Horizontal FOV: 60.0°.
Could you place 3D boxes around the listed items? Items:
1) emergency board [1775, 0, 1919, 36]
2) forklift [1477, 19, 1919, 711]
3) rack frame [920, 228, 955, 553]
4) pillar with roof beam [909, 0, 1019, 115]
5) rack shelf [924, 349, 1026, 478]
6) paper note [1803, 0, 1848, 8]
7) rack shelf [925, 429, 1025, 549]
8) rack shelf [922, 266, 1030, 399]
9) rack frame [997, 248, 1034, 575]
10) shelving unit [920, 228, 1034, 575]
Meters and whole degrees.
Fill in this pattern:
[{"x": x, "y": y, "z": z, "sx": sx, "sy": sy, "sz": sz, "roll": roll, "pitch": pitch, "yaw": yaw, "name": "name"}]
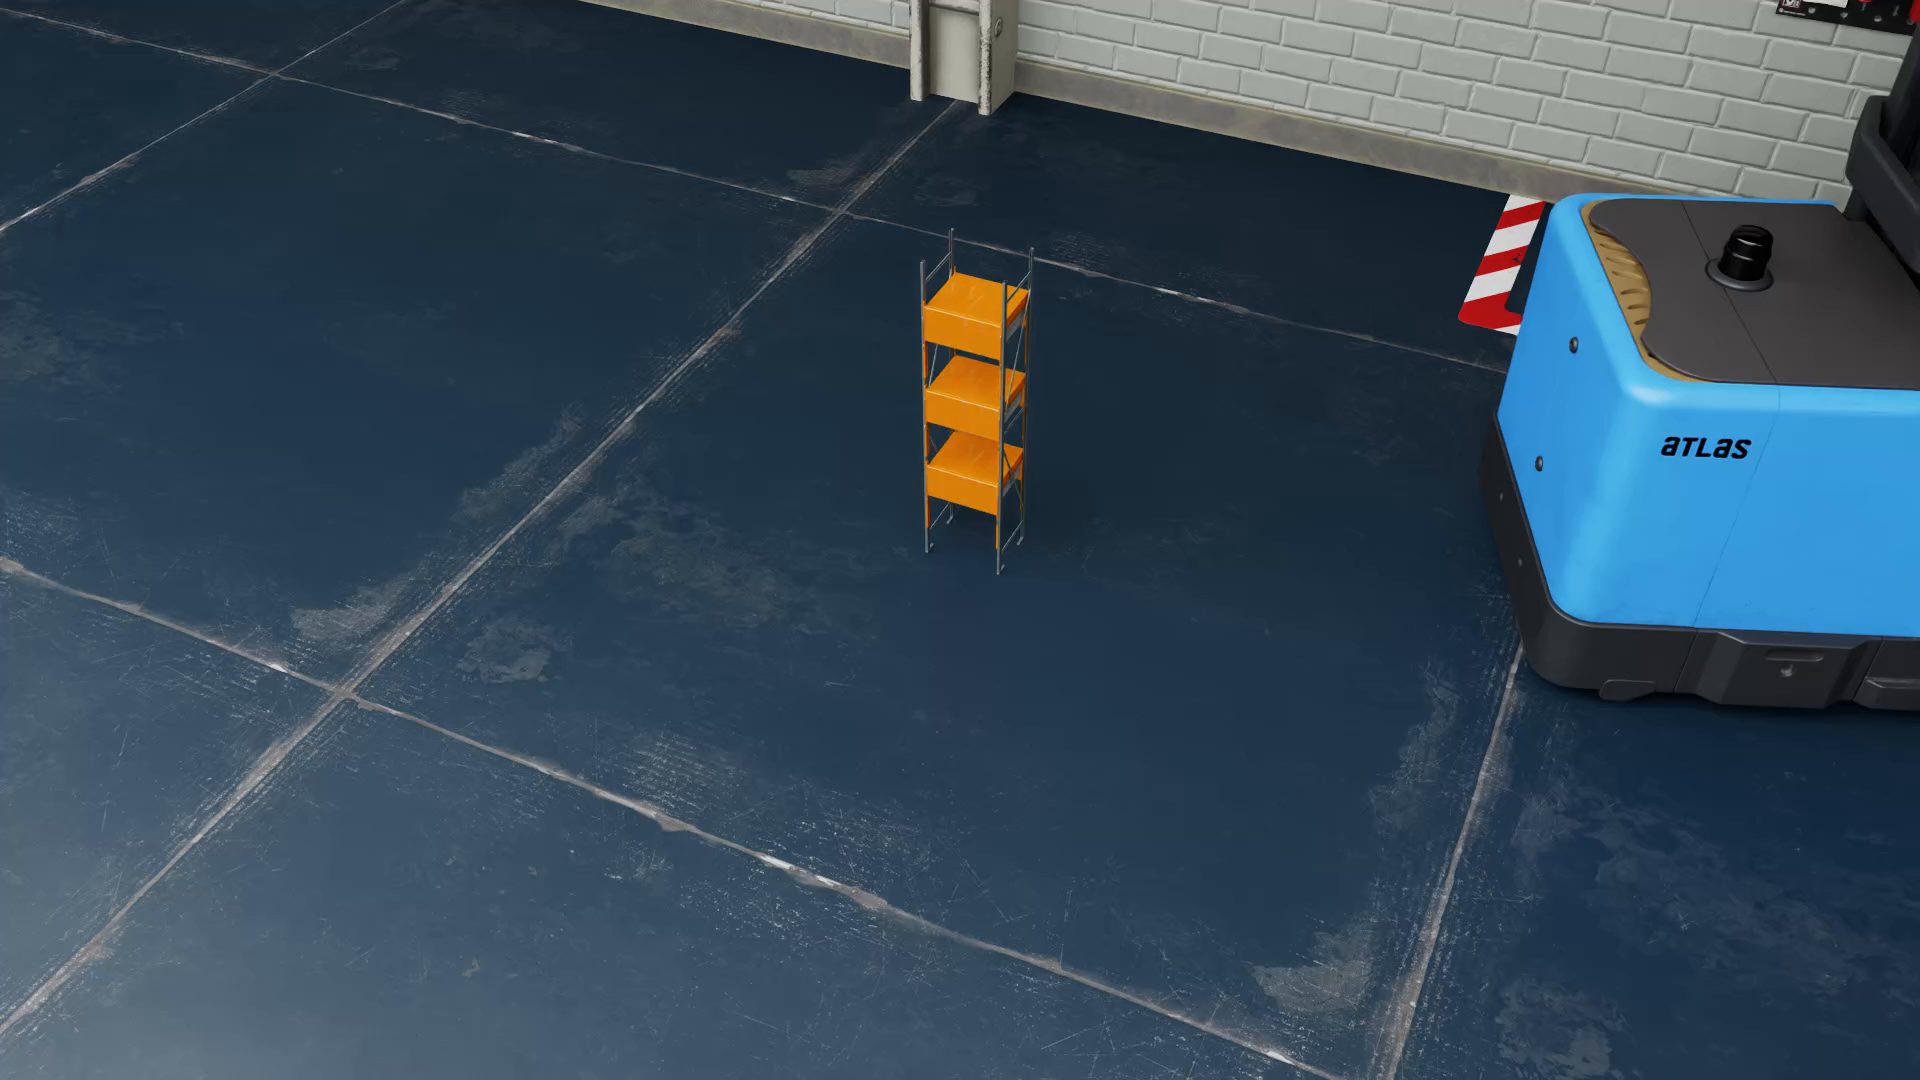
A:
[{"x": 3.231, "y": -2.223, "z": 5.525, "sx": 0.643, "sy": 1.169, "sz": 0.194, "roll": 17, "pitch": 44, "yaw": 19, "name": "emergency board"}, {"x": 3.159, "y": -0.921, "z": 4.075, "sx": 3.031, "sy": 2.935, "sz": 1.130, "roll": 2, "pitch": 41, "yaw": 3, "name": "forklift"}, {"x": -0.062, "y": -0.416, "z": 4.928, "sx": 0.008, "sy": 1.050, "sz": 0.200, "roll": 17, "pitch": 44, "yaw": 19, "name": "rack frame"}, {"x": -1.803, "y": -2.890, "z": 1.713, "sx": 0.400, "sy": 9.000, "sz": 9.100, "roll": 17, "pitch": 44, "yaw": 19, "name": "pillar with roof beam"}, {"x": 0.048, "y": -0.374, "z": 4.896, "sx": 0.240, "sy": 0.259, "sz": 0.215, "roll": 17, "pitch": 44, "yaw": 19, "name": "rack shelf"}, {"x": 3.100, "y": -1.980, "z": 5.917, "sx": 0.142, "sy": 0.148, "sz": 0.016, "roll": 17, "pitch": 44, "yaw": 19, "name": "paper note"}, {"x": 0.048, "y": -0.164, "z": 5.078, "sx": 0.240, "sy": 0.259, "sz": 0.215, "roll": 17, "pitch": 44, "yaw": 19, "name": "rack shelf"}, {"x": 0.048, "y": -0.588, "z": 4.710, "sx": 0.240, "sy": 0.259, "sz": 0.215, "roll": 17, "pitch": 44, "yaw": 19, "name": "rack shelf"}, {"x": 0.159, "y": -0.348, "z": 4.850, "sx": 0.008, "sy": 1.050, "sz": 0.200, "roll": 17, "pitch": 44, "yaw": 19, "name": "rack frame"}, {"x": 0.048, "y": -0.382, "z": 4.889, "sx": 0.252, "sy": 1.050, "sz": 0.215, "roll": 17, "pitch": 44, "yaw": 19, "name": "shelving unit"}]
